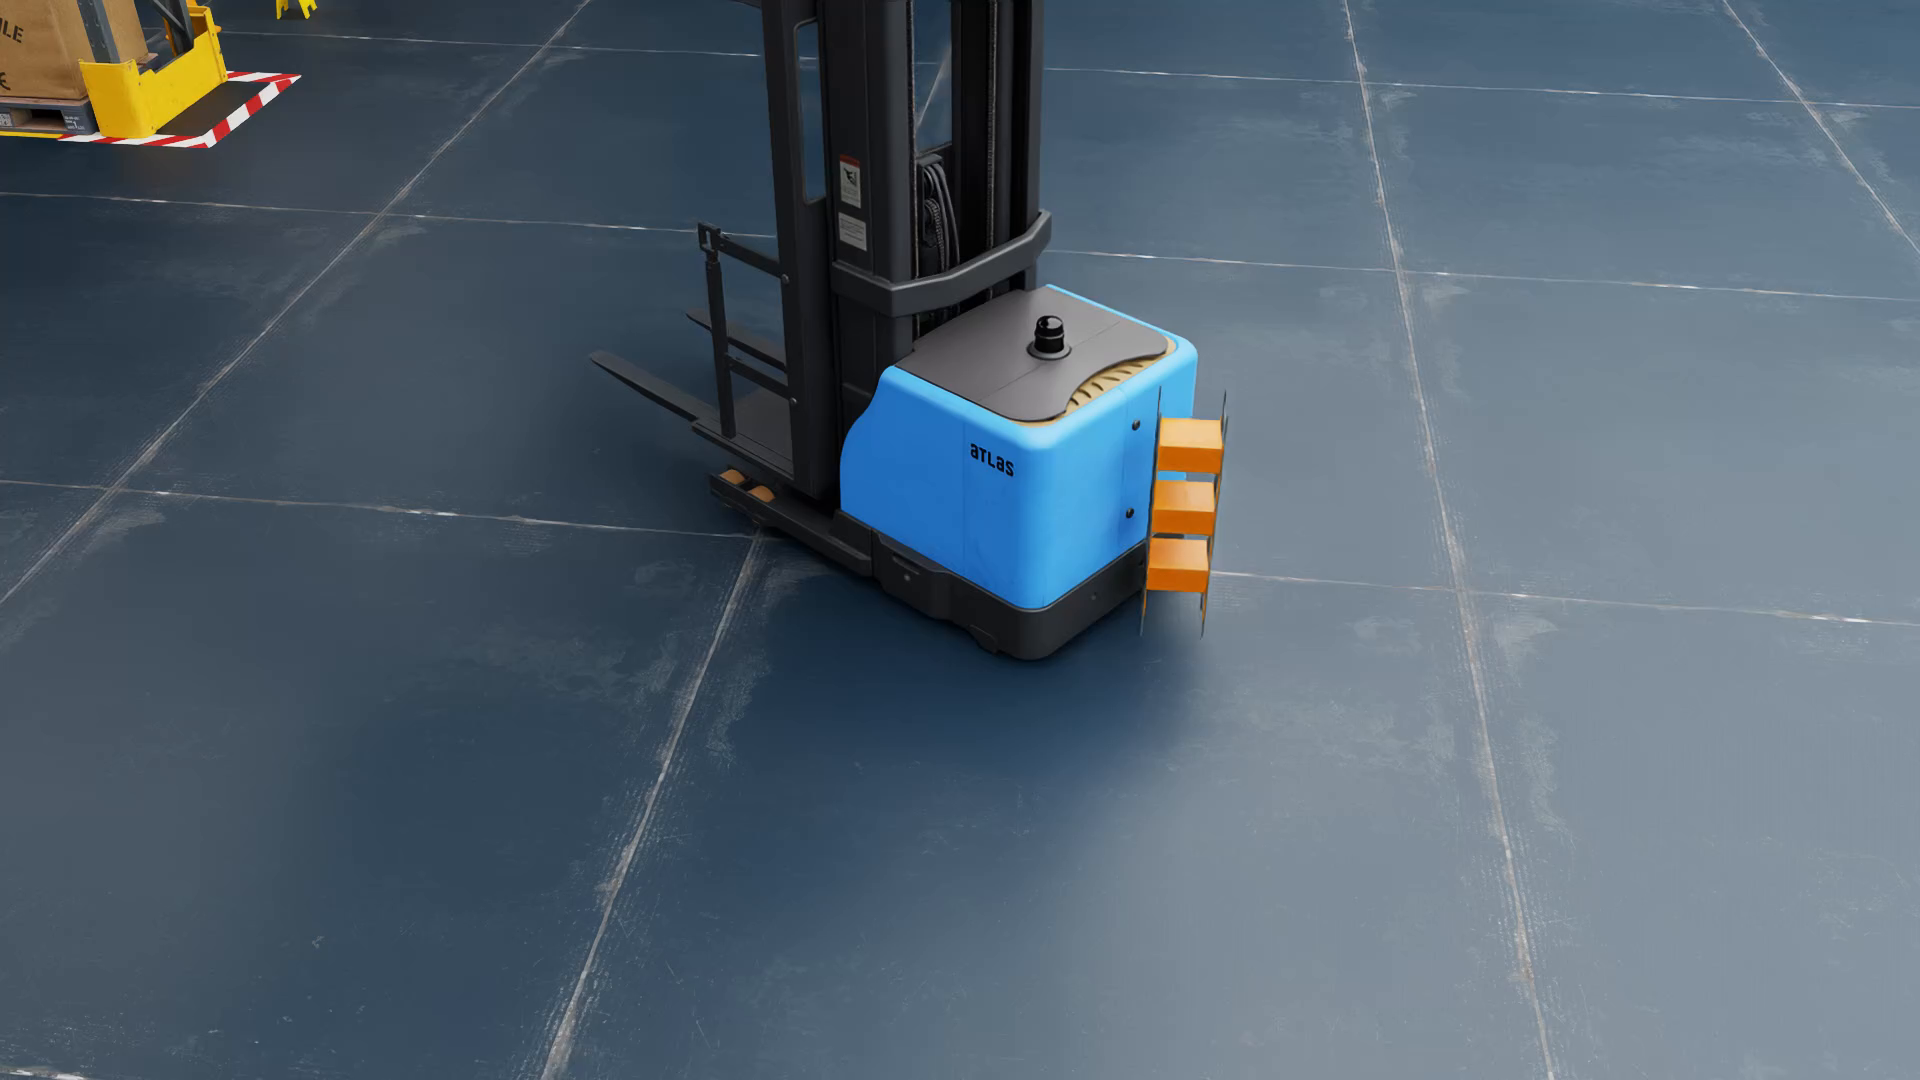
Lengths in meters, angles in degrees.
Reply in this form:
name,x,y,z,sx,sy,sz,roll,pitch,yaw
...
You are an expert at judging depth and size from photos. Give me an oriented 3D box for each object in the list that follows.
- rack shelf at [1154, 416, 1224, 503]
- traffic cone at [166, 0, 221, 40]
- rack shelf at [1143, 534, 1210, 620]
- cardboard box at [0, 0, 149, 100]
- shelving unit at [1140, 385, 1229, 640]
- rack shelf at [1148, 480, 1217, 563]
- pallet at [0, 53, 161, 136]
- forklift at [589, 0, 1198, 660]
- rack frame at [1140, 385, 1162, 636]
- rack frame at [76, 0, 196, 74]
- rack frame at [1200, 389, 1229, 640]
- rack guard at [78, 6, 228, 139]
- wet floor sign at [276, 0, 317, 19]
name,x,y,z,sx,sy,sz,roll,pitch,yaw
rack shelf,0.865,-0.312,6.312,0.240,0.259,0.215,3,36,4
traffic cone,-5.822,-4.033,12.503,0.334,0.463,0.336,4,36,6
rack shelf,0.861,0.145,6.638,0.240,0.259,0.215,3,36,4
cardboard box,-6.157,-3.527,11.077,0.875,0.875,0.875,4,36,6
shelving unit,0.863,-0.090,6.470,0.252,1.050,0.215,3,36,4
rack shelf,0.863,-0.081,6.477,0.240,0.259,0.215,3,36,4
pallet,-6.279,-3.087,11.394,1.213,0.211,1.003,4,36,6
forklift,-0.479,-1.462,6.775,3.031,2.935,1.130,28,44,34
rack frame,0.742,-0.097,6.479,0.008,1.050,0.200,3,36,4
rack frame,-5.476,-4.208,10.564,0.127,3.000,1.000,4,36,6
rack frame,0.985,-0.083,6.462,0.008,1.050,0.200,3,36,4
rack guard,-5.452,-3.189,11.288,0.348,0.500,1.175,4,36,6
wet floor sign,-5.195,-4.389,12.844,0.232,0.644,0.267,-2,36,-2
